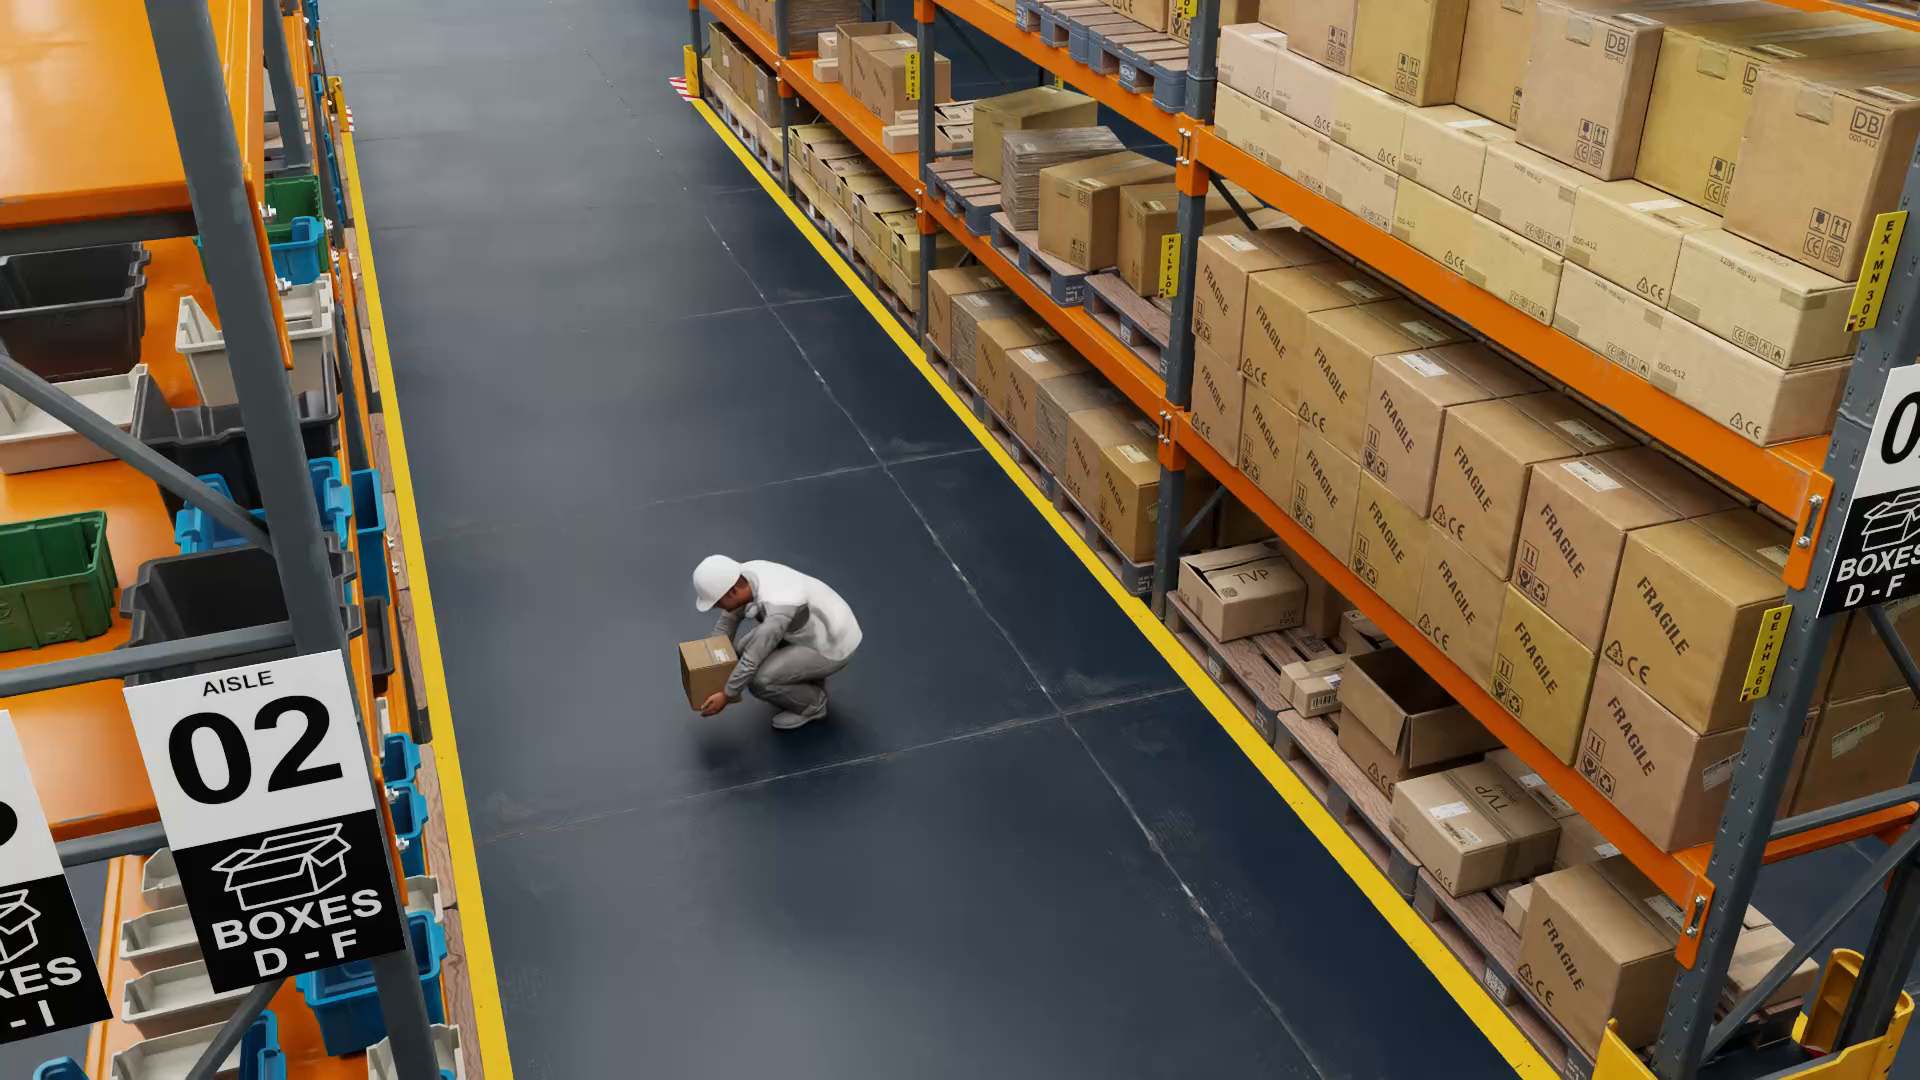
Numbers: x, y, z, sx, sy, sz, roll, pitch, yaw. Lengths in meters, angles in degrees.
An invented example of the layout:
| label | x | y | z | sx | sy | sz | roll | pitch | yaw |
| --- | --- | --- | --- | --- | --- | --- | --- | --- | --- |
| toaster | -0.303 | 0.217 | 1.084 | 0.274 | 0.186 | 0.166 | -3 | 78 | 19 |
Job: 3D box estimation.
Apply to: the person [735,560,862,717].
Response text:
| label | x | y | z | sx | sy | sz | roll | pitch | yaw |
| --- | --- | --- | --- | --- | --- | --- | --- | --- | --- |
| person | -0.834 | 0.466 | 8.363 | 0.654 | 0.841 | 0.513 | -10 | 31 | -18 |
